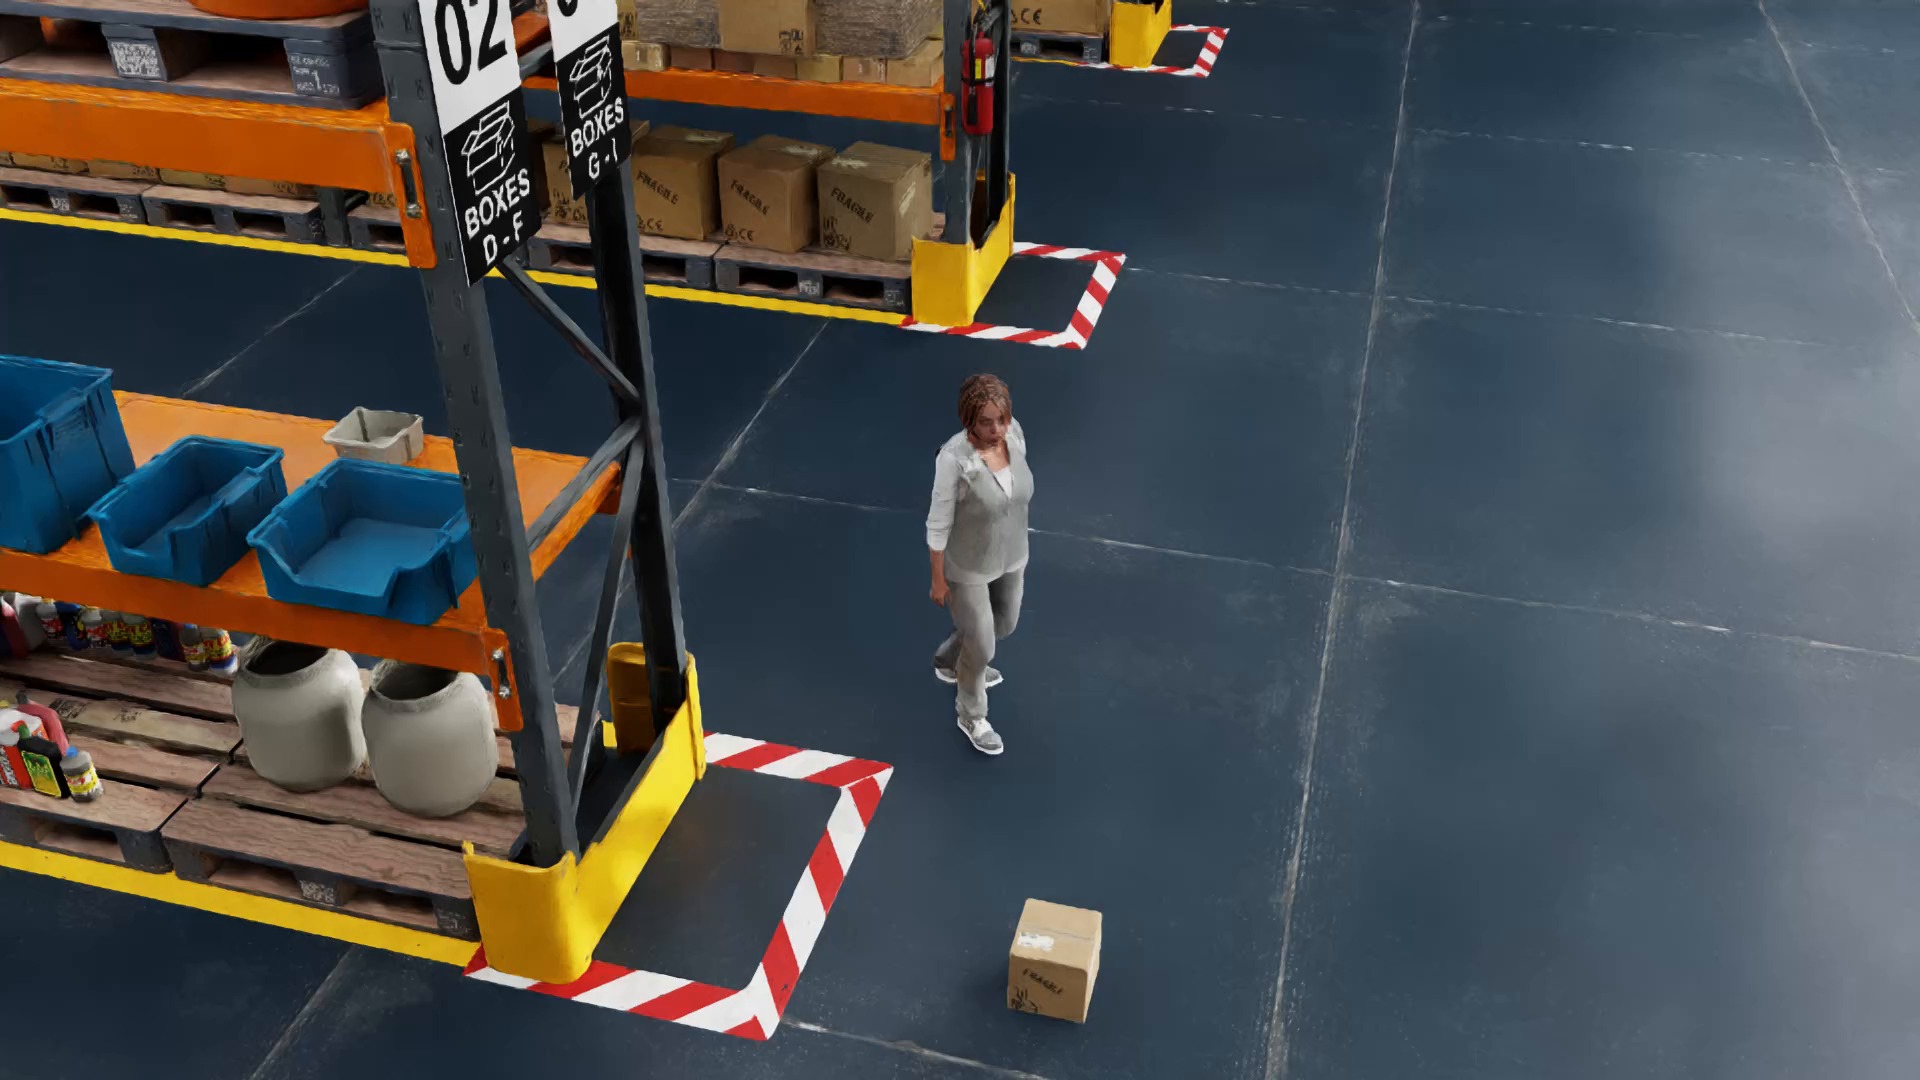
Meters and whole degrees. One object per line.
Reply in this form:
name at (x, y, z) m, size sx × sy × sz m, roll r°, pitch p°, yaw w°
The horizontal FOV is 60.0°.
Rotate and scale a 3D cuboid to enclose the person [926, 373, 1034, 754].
person at (0.035, 0.049, 6.075) m, size 0.459 × 1.588 × 0.502 m, roll -26°, pitch 41°, yaw -34°
